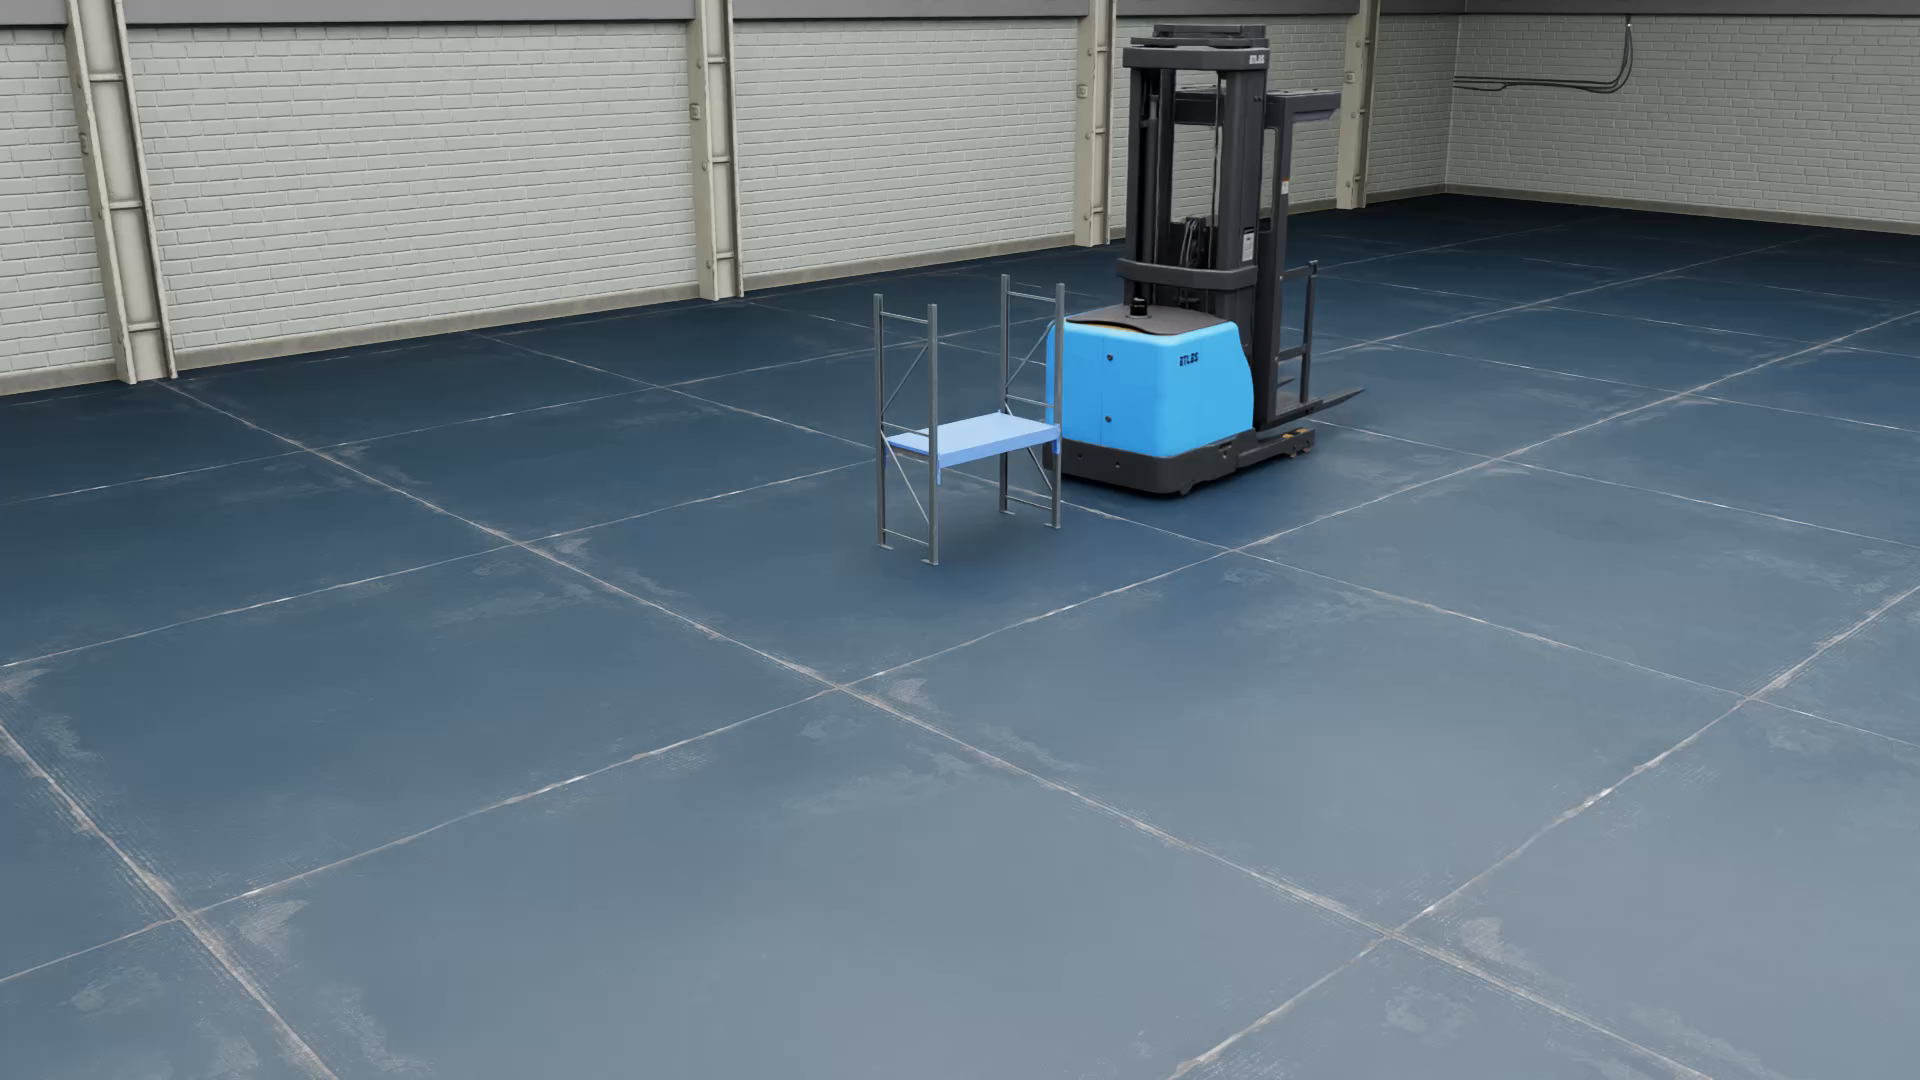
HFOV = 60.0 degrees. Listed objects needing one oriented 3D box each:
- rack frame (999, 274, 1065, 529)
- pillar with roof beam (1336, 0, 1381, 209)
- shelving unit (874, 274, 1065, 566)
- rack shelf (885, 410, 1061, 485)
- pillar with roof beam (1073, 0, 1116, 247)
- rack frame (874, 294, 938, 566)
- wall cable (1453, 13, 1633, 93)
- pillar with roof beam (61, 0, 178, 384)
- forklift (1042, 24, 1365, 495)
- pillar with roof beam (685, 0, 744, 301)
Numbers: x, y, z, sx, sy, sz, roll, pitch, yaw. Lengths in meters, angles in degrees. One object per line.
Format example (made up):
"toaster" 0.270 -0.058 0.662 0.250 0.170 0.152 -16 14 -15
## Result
"rack frame" 0.431 -0.839 10.141 0.032 1.500 0.500 -16 24 -41
"pillar with roof beam" 9.065 -8.521 21.675 0.400 9.000 9.100 -16 24 -41
"shelving unit" 0.062 -0.732 9.809 1.048 1.500 0.538 -16 24 -41
"rack shelf" 0.062 -0.560 9.865 1.000 0.185 0.538 -16 24 -41
"pillar with roof beam" 4.705 -7.249 17.753 0.400 9.000 9.100 -16 24 -41
"rack frame" -0.307 -0.624 9.477 0.032 1.500 0.500 -16 24 -41
"wall cable" 9.156 -8.336 26.140 0.112 2.526 3.097 -16 24 -41
"pillar with roof beam" -4.014 -4.707 9.911 0.400 9.000 9.100 -16 24 -41
"forklift" 1.899 -2.069 11.614 1.130 2.935 3.031 15 23 38
"pillar with roof beam" 0.346 -5.978 13.832 0.400 9.000 9.100 -16 24 -41
